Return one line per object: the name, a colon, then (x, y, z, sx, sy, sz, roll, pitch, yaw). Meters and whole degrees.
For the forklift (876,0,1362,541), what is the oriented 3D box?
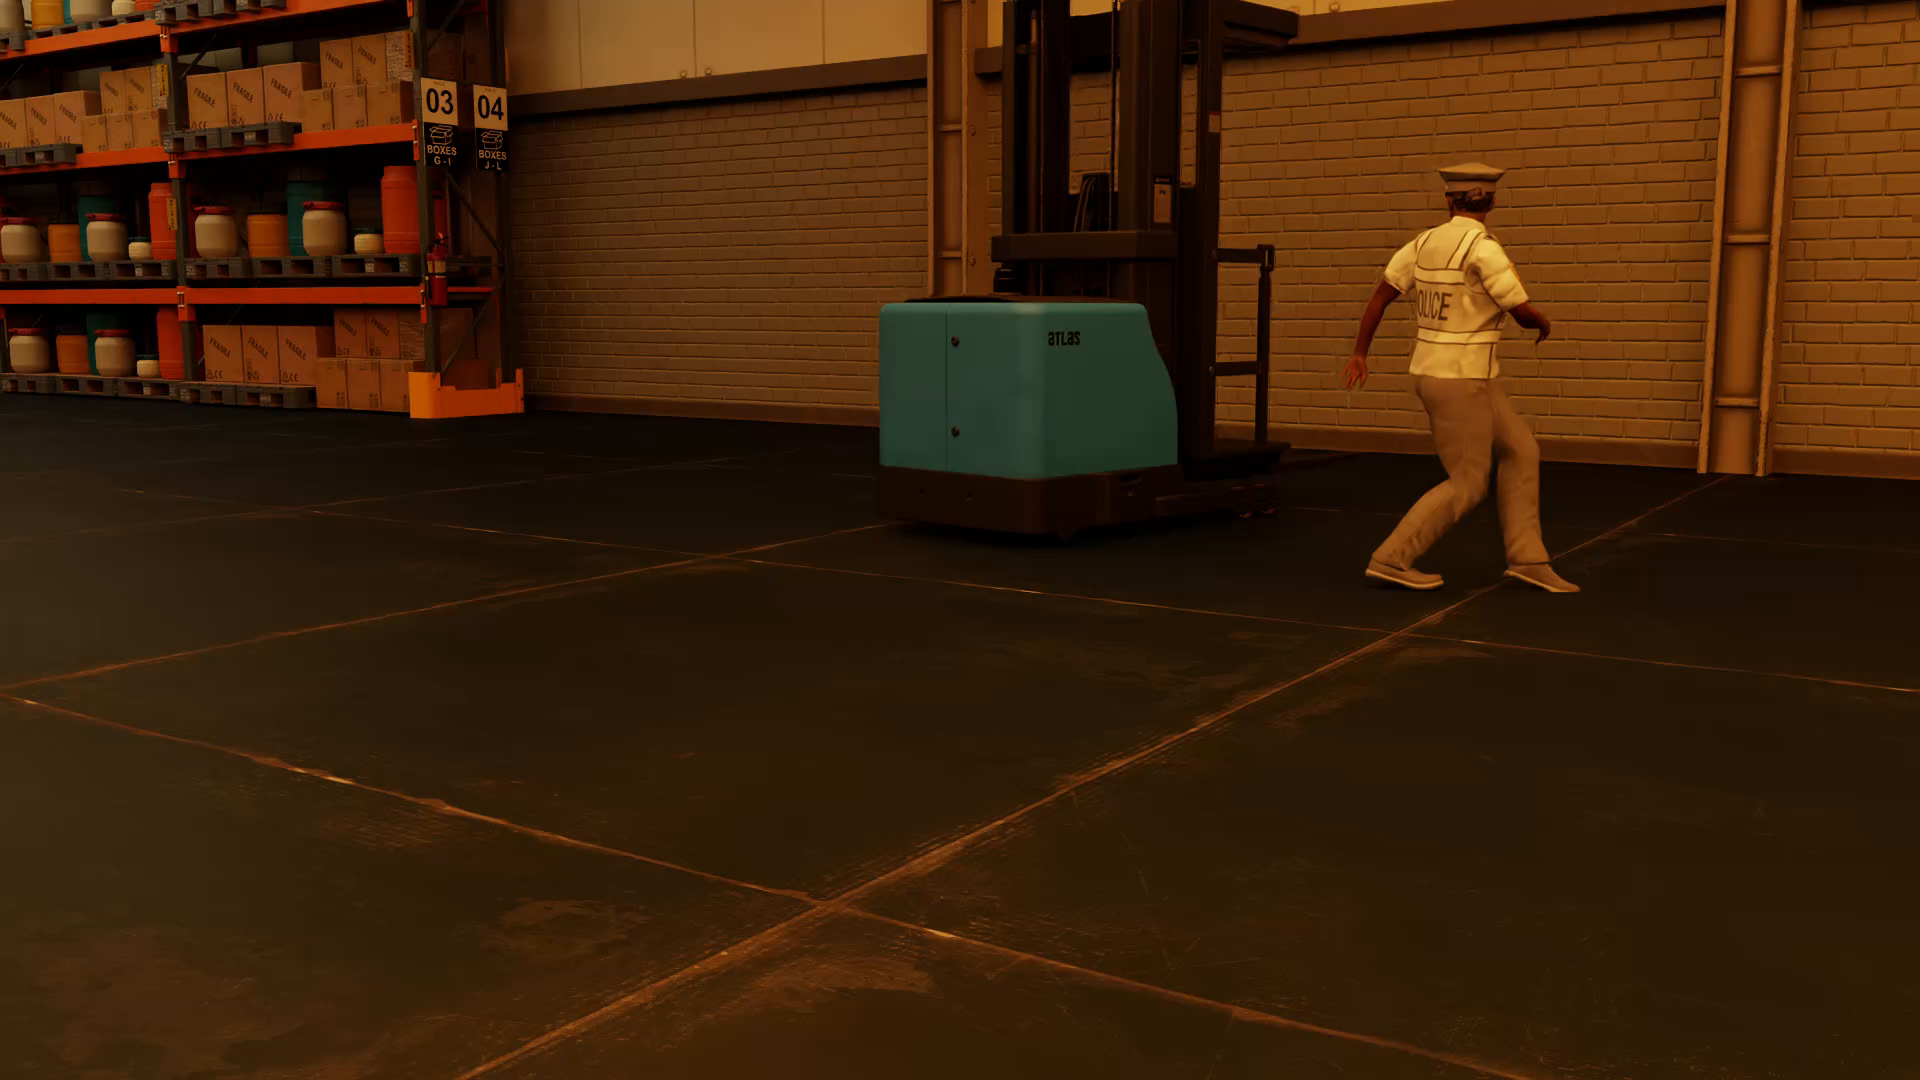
forklift: (0.993, -1.602, 8.461, 1.130, 2.935, 3.031, 8, 11, 44)

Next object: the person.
person: (1.898, -0.585, 6.211, 0.893, 1.617, 0.478, 1, 8, 5)
